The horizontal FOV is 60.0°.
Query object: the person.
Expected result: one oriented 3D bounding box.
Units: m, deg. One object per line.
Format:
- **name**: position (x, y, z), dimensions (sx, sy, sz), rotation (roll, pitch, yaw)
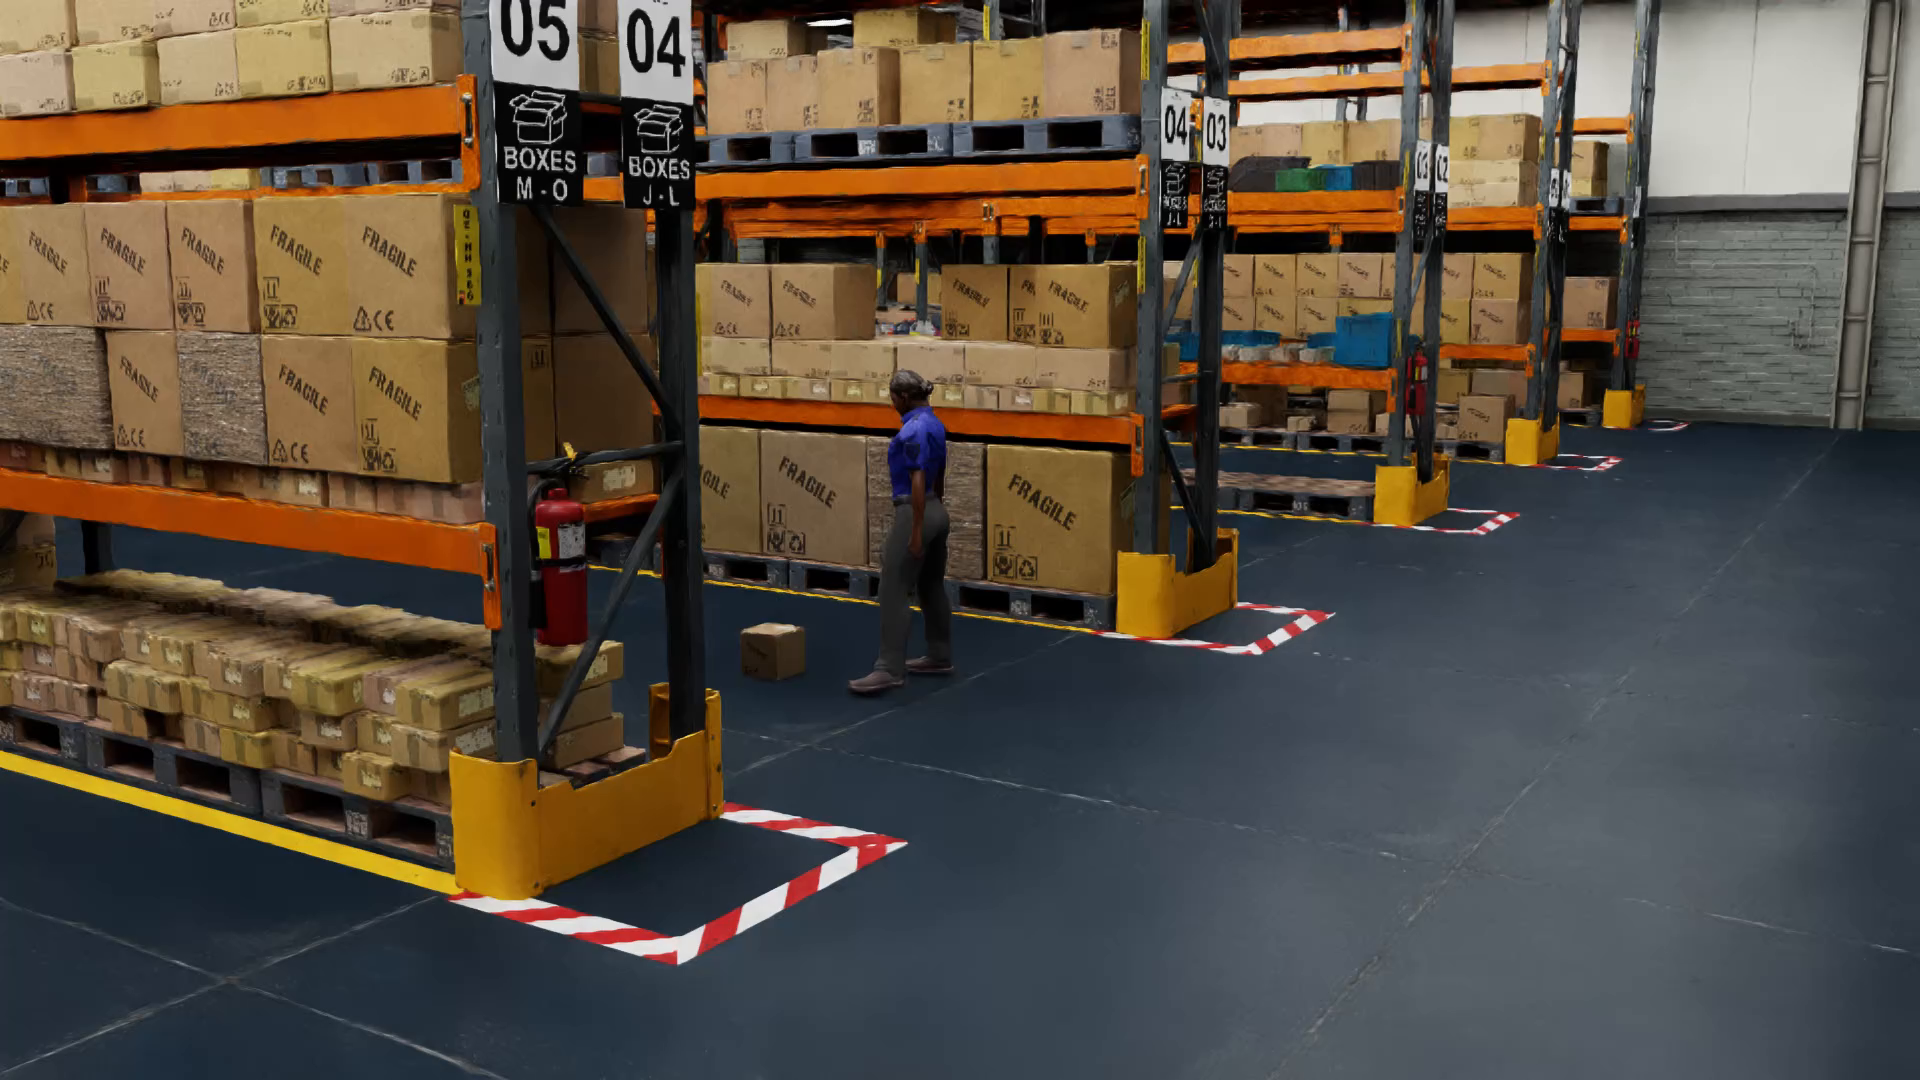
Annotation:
- **person**: position (-0.299, -0.059, 8.667), dimensions (0.426, 1.647, 0.649), rotation (3, 10, 16)
